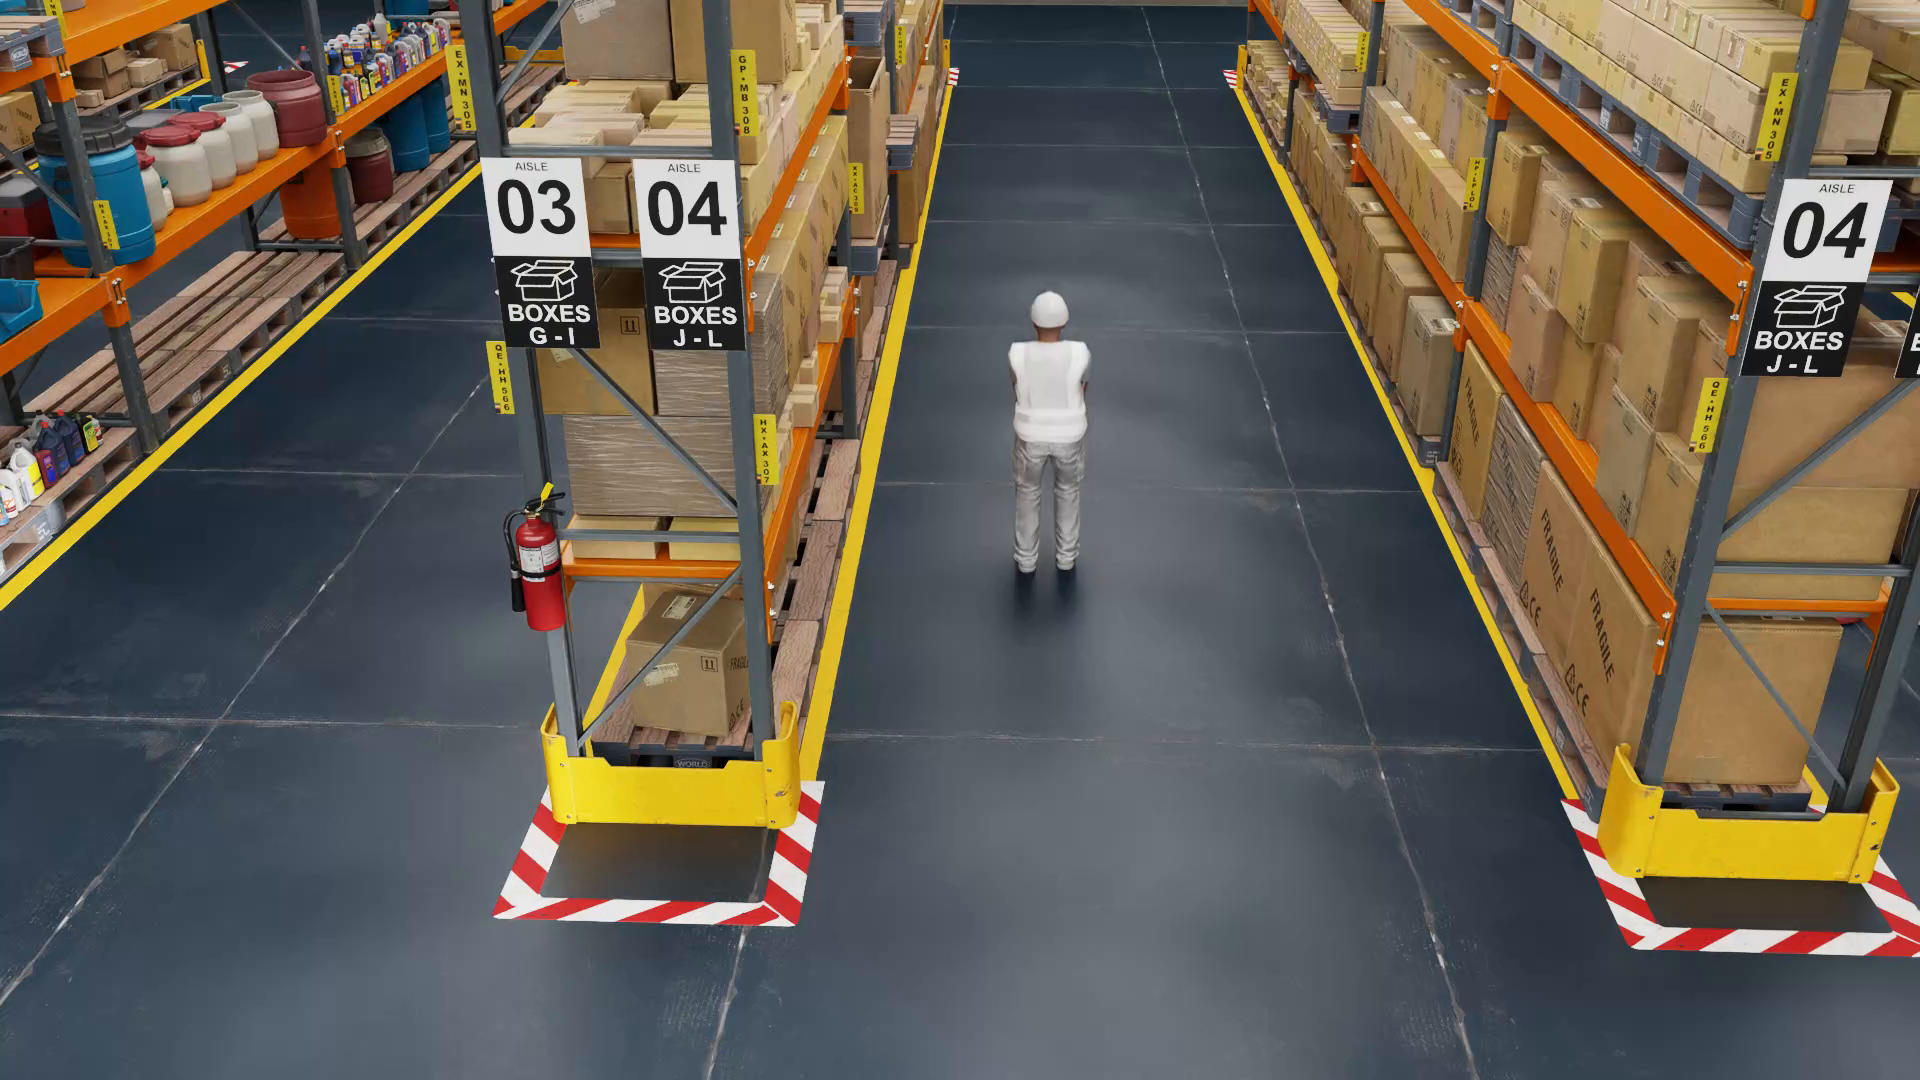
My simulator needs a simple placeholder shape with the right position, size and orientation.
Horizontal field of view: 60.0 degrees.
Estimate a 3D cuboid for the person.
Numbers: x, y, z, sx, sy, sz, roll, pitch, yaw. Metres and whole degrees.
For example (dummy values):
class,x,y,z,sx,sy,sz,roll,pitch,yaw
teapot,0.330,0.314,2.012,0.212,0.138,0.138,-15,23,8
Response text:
class,x,y,z,sx,sy,sz,roll,pitch,yaw
person,0.521,-0.673,9.885,0.487,1.778,0.574,1,28,3
